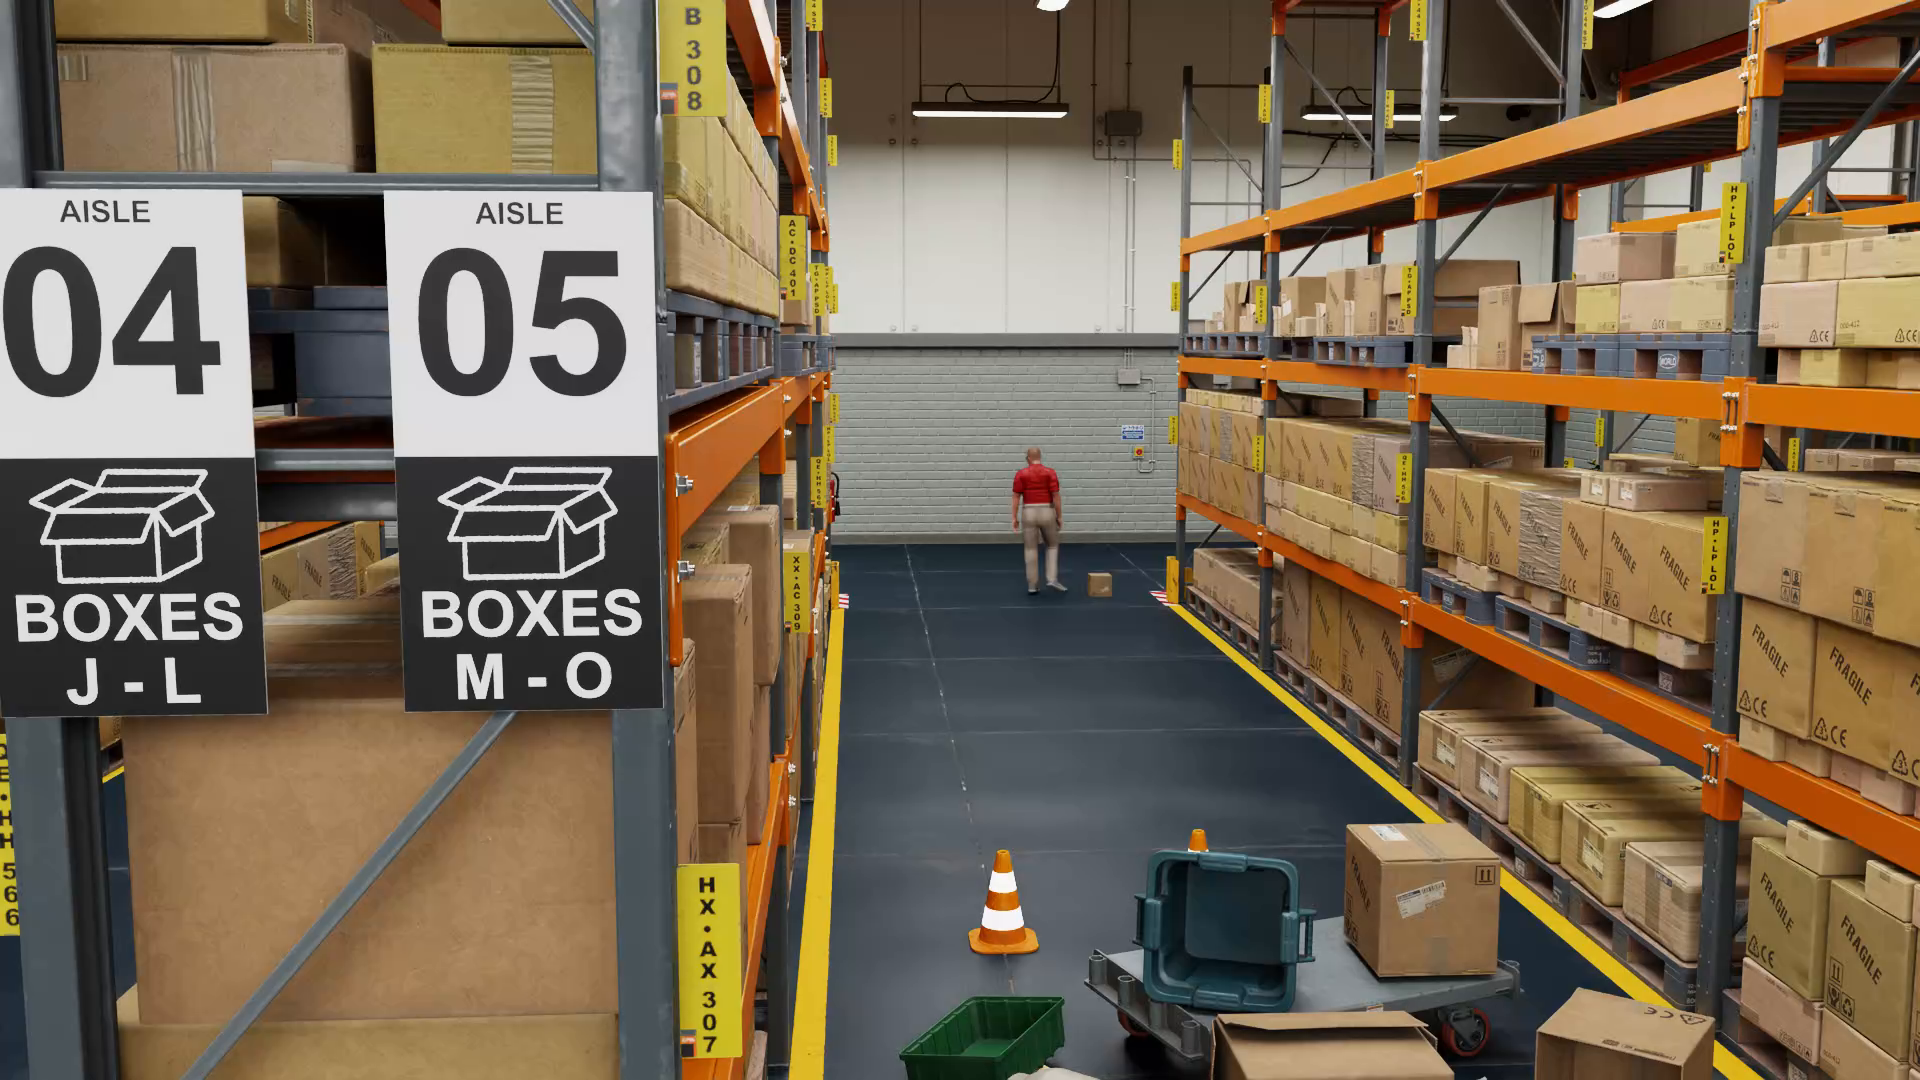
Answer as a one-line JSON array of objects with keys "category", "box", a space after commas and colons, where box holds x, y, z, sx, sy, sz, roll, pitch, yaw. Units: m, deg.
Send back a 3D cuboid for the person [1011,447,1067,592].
[{"category": "person", "box": [0.941, -0.219, 19.730, 0.666, 1.763, 0.467, 0, 7, 4]}]
